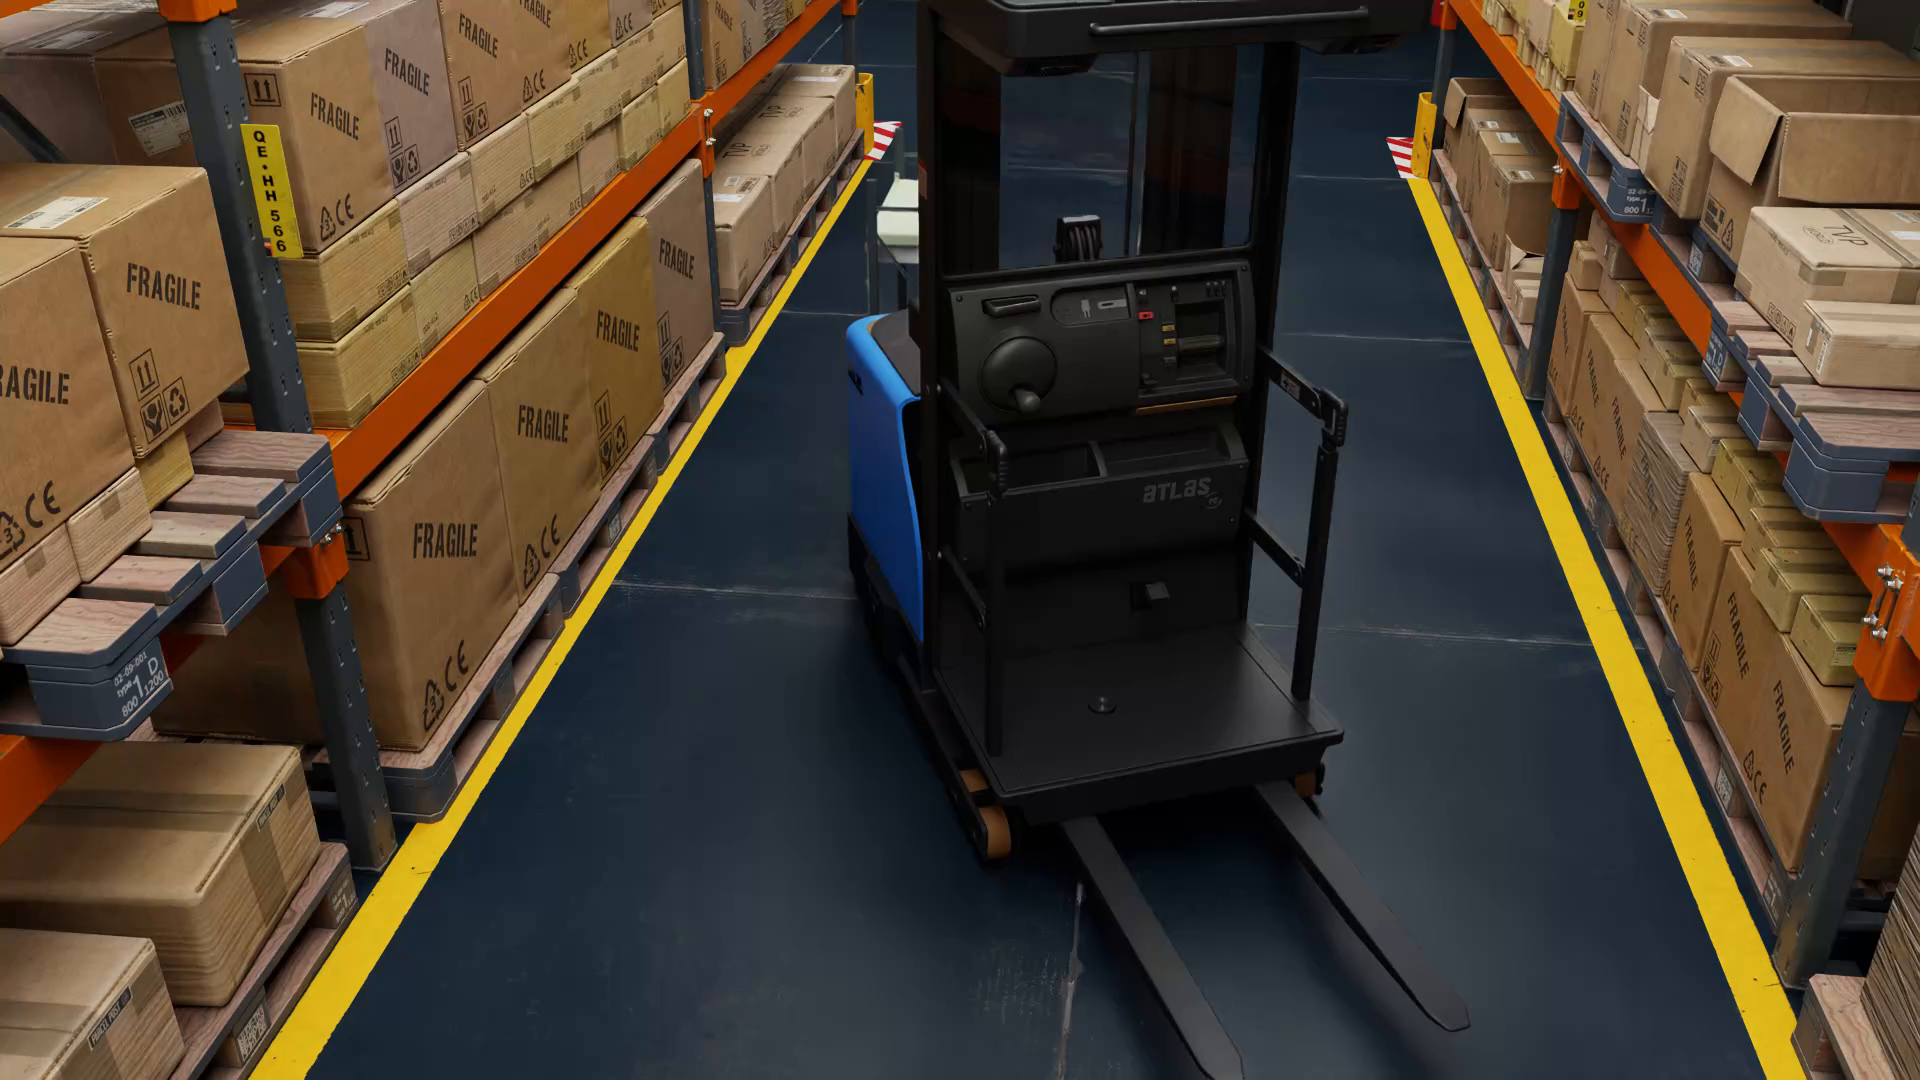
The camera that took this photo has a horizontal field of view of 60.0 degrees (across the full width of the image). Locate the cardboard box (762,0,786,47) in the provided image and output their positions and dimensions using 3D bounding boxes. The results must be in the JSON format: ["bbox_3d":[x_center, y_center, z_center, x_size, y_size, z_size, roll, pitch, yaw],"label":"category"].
[{"bbox_3d":[-1.258,-2.992,9.036,0.500,0.500,0.500,4,29,7],"label":"cardboard box"}]

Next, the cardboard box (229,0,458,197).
[{"bbox_3d":[-1.844,-1.325,4.888,0.500,0.500,0.500,3,29,6],"label":"cardboard box"}]

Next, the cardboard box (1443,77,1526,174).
[{"bbox_3d":[3.540,-2.672,10.736,0.797,0.503,0.637,2,28,4],"label":"cardboard box"}]

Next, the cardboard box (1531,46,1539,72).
[{"bbox_3d":[3.084,-2.409,8.324,0.380,0.149,0.250,4,29,8],"label":"cardboard box"}]

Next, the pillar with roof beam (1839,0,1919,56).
[{"bbox_3d":[-0.074,-5.152,6.825,9.100,9.000,0.400,3,28,6],"label":"pillar with roof beam"}]

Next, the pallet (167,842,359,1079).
[{"bbox_3d":[-2.295,1.206,4.288,1.003,0.211,1.213,3,28,6],"label":"pallet"}]

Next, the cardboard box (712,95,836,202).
[{"bbox_3d":[-1.303,-2.464,10.420,0.875,0.438,0.875,4,29,8],"label":"cardboard box"}]

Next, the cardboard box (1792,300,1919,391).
[{"bbox_3d":[2.428,-0.508,4.353,0.380,0.149,0.250,4,29,7],"label":"cardboard box"}]

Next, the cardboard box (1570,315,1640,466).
[{"bbox_3d":[2.881,-0.604,6.901,0.500,0.500,0.500,3,28,6],"label":"cardboard box"}]

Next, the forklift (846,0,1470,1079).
[{"bbox_3d":[0.491,-0.545,4.671,1.130,2.935,3.031,-8,29,-15],"label":"forklift"}]

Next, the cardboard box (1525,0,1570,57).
[{"bbox_3d":[3.086,-2.541,8.148,0.500,0.250,0.500,3,29,6],"label":"cardboard box"}]

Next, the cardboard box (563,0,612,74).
[{"bbox_3d":[-1.651,-2.050,6.233,0.500,0.500,0.500,4,29,8],"label":"cardboard box"}]

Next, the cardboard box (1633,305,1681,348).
[{"bbox_3d":[2.913,-0.816,6.610,0.380,0.149,0.250,3,28,5],"label":"cardboard box"}]

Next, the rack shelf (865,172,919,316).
[{"bbox_3d":[-0.099,-1.143,6.468,0.431,0.370,0.720,3,28,5],"label":"rack shelf"}]

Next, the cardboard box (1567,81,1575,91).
[{"bbox_3d":[3.007,-2.039,7.638,0.380,0.149,0.250,4,29,7],"label":"cardboard box"}]

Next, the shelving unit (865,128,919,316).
[{"bbox_3d":[-0.099,-0.800,6.653,0.431,1.500,0.755,3,28,5],"label":"shelving unit"}]

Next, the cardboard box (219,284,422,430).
[{"bbox_3d":[-1.889,-0.539,4.746,0.500,0.250,0.500,3,28,5],"label":"cardboard box"}]

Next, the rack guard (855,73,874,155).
[{"bbox_3d":[-1.215,-3.066,11.913,1.175,0.500,0.348,3,28,6],"label":"rack guard"}]

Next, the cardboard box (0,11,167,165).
[{"bbox_3d":[-2.395,-1.132,4.529,0.500,0.500,0.500,3,28,5],"label":"cardboard box"}]

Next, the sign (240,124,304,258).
[{"bbox_3d":[-1.659,-0.837,4.004,0.100,0.325,0.005,3,28,6],"label":"sign"}]

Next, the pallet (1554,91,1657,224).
[{"bbox_3d":[3.012,-1.531,6.632,1.003,0.211,1.213,3,28,6],"label":"pallet"}]

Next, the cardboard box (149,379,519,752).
[{"bbox_3d":[-2.031,0.041,5.309,0.875,0.875,0.875,3,28,6],"label":"cardboard box"}]

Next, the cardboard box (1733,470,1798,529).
[{"bbox_3d":[2.694,-0.093,5.269,0.380,0.149,0.250,4,29,8],"label":"cardboard box"}]

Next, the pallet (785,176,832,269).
[{"bbox_3d":[-1.390,-1.974,10.191,1.003,0.211,1.213,3,28,6],"label":"pallet"}]

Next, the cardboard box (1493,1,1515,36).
[{"bbox_3d":[3.177,-2.890,9.217,0.380,0.149,0.250,4,29,7],"label":"cardboard box"}]

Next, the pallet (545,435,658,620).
[{"bbox_3d":[-1.875,-0.101,6.715,1.003,0.211,1.213,3,28,6],"label":"pallet"}]

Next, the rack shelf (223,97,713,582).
[{"bbox_3d":[-1.953,-1.014,6.228,1.077,0.370,4.000,3,28,6],"label":"rack shelf"}]

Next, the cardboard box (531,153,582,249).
[{"bbox_3d":[-1.716,-1.261,6.086,0.500,0.250,0.500,3,28,6],"label":"cardboard box"}]

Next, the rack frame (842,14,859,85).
[{"bbox_3d":[-1.218,-4.155,11.300,1.000,3.000,0.127,3,28,6],"label":"rack frame"}]

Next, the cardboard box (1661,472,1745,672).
[{"bbox_3d":[2.700,0.120,5.557,0.500,0.500,0.500,5,29,8],"label":"cardboard box"}]

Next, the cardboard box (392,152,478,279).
[{"bbox_3d":[-1.827,-1.011,5.094,0.500,0.250,0.500,4,29,7],"label":"cardboard box"}]

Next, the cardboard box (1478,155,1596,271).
[{"bbox_3d":[3.269,-1.781,9.087,0.700,0.500,0.500,2,28,4],"label":"cardboard box"}]

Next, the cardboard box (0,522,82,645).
[{"bbox_3d":[-1.991,0.074,3.272,0.380,0.149,0.250,2,28,4],"label":"cardboard box"}]

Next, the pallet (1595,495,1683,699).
[{"bbox_3d":[3.009,0.203,6.150,1.003,0.211,1.213,3,28,6],"label":"pallet"}]

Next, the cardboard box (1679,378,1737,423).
[{"bbox_3d":[2.809,-0.455,5.940,0.380,0.149,0.250,3,29,6],"label":"cardboard box"}]

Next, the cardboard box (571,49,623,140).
[{"bbox_3d":[-1.632,-1.725,6.419,0.500,0.250,0.500,4,29,7],"label":"cardboard box"}]

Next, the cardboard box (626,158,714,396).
[{"bbox_3d":[-1.705,-1.225,7.659,0.875,0.875,0.875,4,29,8],"label":"cardboard box"}]

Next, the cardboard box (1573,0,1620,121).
[{"bbox_3d":[2.937,-1.999,6.751,0.700,0.500,0.500,4,29,7],"label":"cardboard box"}]

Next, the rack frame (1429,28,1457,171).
[{"bbox_3d":[3.709,-3.868,10.767,1.000,3.000,0.127,3,28,6],"label":"rack frame"}]

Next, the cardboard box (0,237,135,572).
[{"bbox_3d":[-2.031,-0.275,3.236,0.500,0.500,0.500,3,28,5],"label":"cardboard box"}]

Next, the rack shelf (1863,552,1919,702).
[{"bbox_3d":[2.483,1.156,2.201,1.077,0.370,4.000,3,28,6],"label":"rack shelf"}]

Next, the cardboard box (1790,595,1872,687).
[{"bbox_3d":[2.538,0.280,4.576,0.380,0.149,0.250,2,28,4],"label":"cardboard box"}]

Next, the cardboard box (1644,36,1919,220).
[{"bbox_3d":[2.778,-1.386,5.612,0.700,0.500,0.500,3,28,6],"label":"cardboard box"}]

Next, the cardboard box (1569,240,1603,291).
[{"bbox_3d":[2.911,-1.202,7.327,0.380,0.149,0.250,5,29,9],"label":"cardboard box"}]

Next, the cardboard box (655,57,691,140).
[{"bbox_3d":[-1.513,-1.980,7.421,0.500,0.250,0.500,3,28,5],"label":"cardboard box"}]

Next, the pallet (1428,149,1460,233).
[{"bbox_3d":[3.603,-2.229,10.666,1.003,0.211,1.213,3,28,6],"label":"pallet"}]

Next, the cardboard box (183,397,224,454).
[{"bbox_3d":[-2.005,-0.295,3.958,0.380,0.149,0.250,4,29,8],"label":"cardboard box"}]
